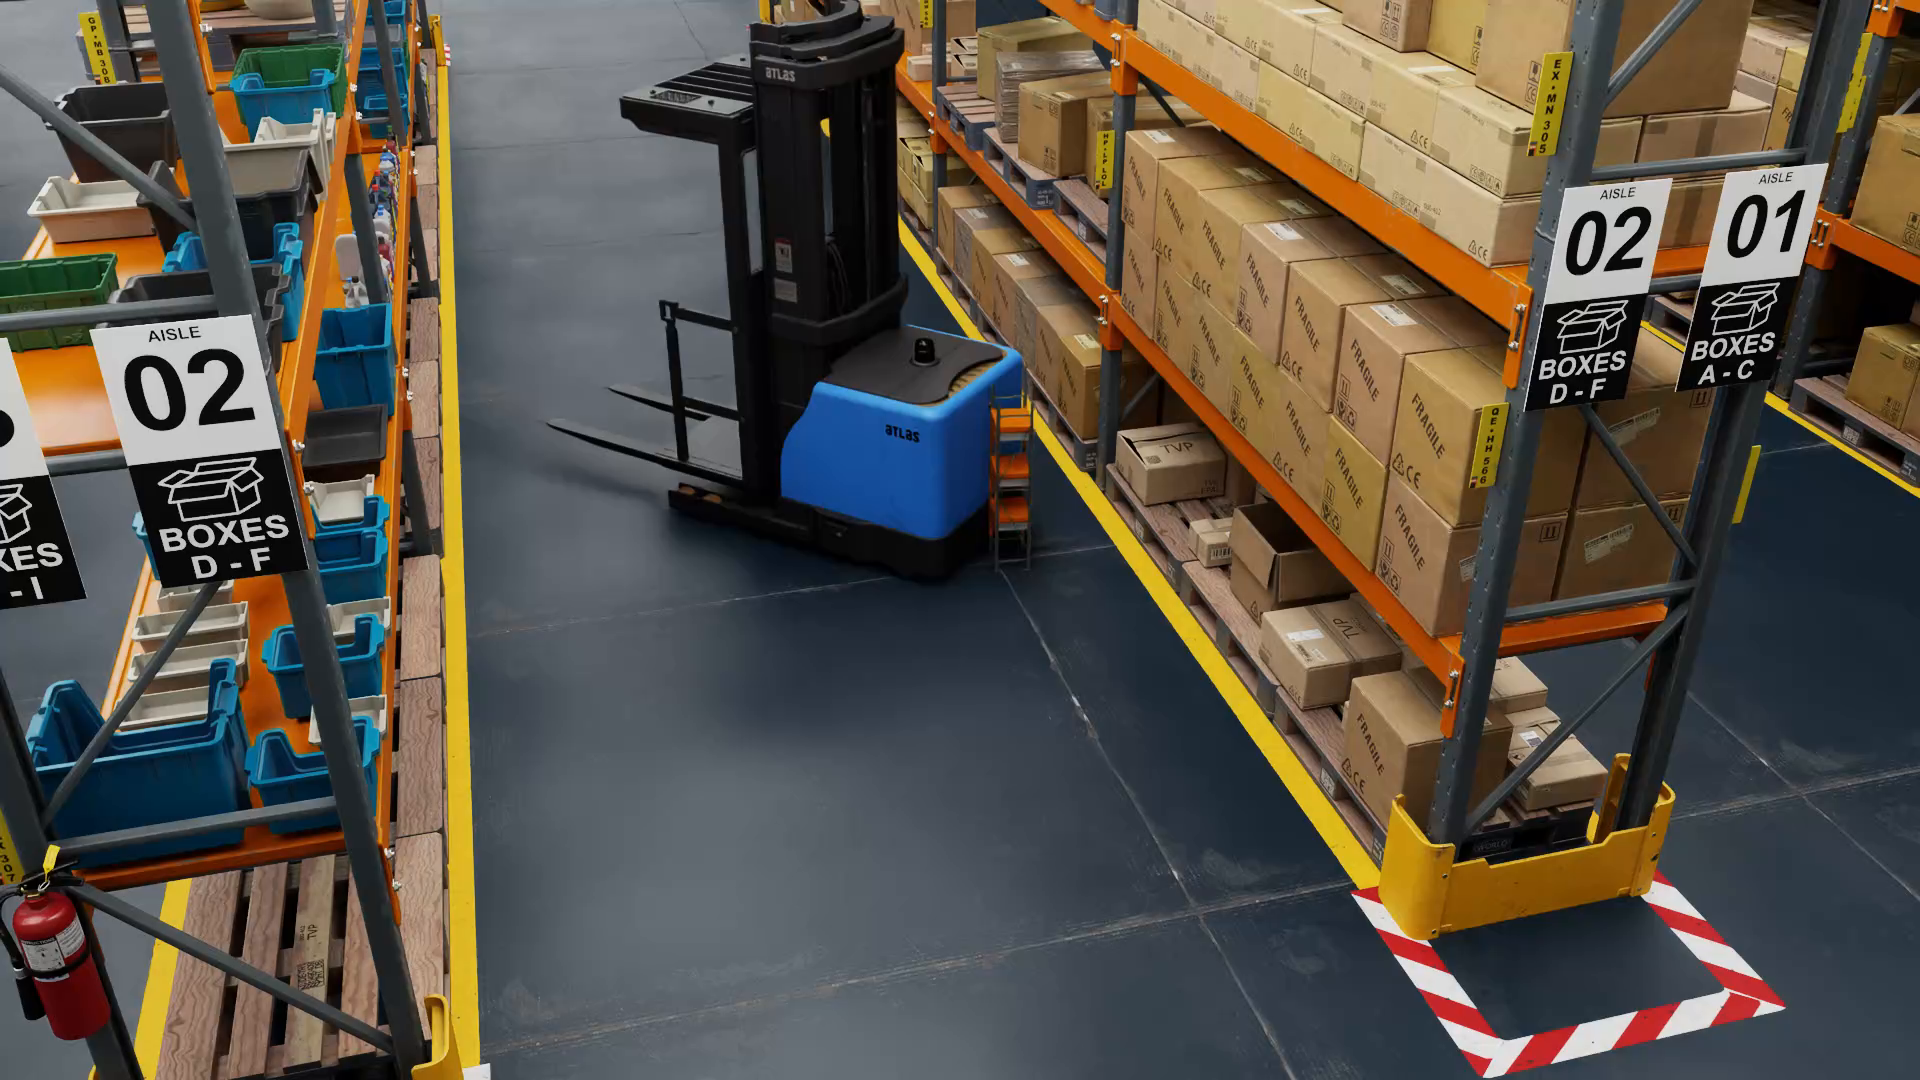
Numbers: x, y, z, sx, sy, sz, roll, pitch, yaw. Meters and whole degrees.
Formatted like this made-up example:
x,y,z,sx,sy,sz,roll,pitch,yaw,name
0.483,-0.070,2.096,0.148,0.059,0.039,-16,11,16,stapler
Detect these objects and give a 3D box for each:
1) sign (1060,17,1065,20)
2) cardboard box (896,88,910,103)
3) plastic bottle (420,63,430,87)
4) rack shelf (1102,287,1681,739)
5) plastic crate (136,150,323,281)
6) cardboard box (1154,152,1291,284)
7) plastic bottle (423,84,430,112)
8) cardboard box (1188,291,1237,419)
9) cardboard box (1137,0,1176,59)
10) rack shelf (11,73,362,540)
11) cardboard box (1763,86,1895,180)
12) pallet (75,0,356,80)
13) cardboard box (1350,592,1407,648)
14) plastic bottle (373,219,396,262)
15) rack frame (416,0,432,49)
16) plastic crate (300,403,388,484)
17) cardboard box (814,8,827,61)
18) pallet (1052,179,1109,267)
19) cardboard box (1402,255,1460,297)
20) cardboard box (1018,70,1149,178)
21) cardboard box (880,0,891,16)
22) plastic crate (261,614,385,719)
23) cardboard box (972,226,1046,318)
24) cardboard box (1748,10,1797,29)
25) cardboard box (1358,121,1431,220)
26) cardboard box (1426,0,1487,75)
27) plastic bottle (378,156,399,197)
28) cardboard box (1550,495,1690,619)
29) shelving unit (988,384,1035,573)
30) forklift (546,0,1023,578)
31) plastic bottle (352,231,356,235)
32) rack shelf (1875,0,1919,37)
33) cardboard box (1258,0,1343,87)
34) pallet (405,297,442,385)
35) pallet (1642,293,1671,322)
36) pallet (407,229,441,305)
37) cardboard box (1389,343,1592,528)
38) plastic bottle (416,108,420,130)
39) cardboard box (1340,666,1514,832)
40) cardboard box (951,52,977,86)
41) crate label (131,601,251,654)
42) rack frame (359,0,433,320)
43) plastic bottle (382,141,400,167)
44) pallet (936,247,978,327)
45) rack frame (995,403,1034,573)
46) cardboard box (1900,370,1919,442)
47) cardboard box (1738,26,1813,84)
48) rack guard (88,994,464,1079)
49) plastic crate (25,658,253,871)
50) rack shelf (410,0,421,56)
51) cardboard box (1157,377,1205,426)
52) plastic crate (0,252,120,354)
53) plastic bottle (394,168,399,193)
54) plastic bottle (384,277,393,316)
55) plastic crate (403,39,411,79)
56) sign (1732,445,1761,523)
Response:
x,y,z,sx,sy,sz,roll,pitch,yaw,name
0.800,-4.164,12.872,0.100,0.325,0.005,-8,31,-13,sign
-0.646,-4.061,15.538,0.500,0.311,0.500,-9,31,-15,cardboard box
-5.670,-4.885,17.474,0.152,0.276,0.135,-8,31,-13,plastic bottle
1.872,-0.411,8.184,1.077,0.370,4.000,-8,31,-13,rack shelf
-2.514,-1.145,5.802,0.504,0.338,0.767,-8,31,-13,plastic crate
1.332,-1.650,8.509,0.500,0.500,0.500,-9,31,-15,cardboard box
-5.423,-4.475,16.693,0.144,0.351,0.185,-9,31,-15,plastic bottle
1.483,-0.960,8.315,0.500,0.500,0.500,-8,31,-14,cardboard box
1.232,-2.654,8.496,0.500,0.250,0.500,-8,31,-13,cardboard box
-2.905,-1.052,6.297,1.077,0.370,4.000,-8,31,-13,rack shelf
5.750,-2.719,11.036,0.500,0.500,0.500,-8,31,-14,cardboard box
-3.738,-2.613,8.465,1.213,0.211,1.003,-8,31,-13,pallet
2.266,0.460,8.266,0.500,0.250,0.500,-8,31,-13,cardboard box
-3.499,-1.811,10.008,0.152,0.276,0.135,-8,31,-13,plastic bottle
-6.621,-6.827,18.551,1.000,3.000,0.127,-8,31,-13,rack frame
-2.880,-0.433,7.719,0.437,0.125,0.590,-8,31,-13,plastic crate
-1.238,-5.306,17.500,0.500,0.500,0.500,-8,31,-13,cardboard box
1.234,-2.006,10.412,1.003,0.211,1.213,-8,31,-13,pallet
2.265,-0.975,7.343,0.500,0.500,0.500,-7,31,-13,cardboard box
0.813,-2.758,11.002,0.700,0.500,0.500,-16,34,-26,cardboard box
-0.454,-4.968,15.239,0.500,0.500,0.500,-6,31,-10,cardboard box
-2.297,0.466,6.058,0.416,0.233,0.300,-8,31,-13,plastic crate
0.397,-1.976,12.225,0.500,0.500,0.500,-8,31,-14,cardboard box
5.484,-3.540,11.706,0.500,0.250,0.500,-7,31,-12,cardboard box
1.890,-1.446,6.409,0.500,0.250,0.500,-8,31,-13,cardboard box
2.199,-2.029,6.169,0.700,0.500,0.500,-8,31,-13,cardboard box
-3.801,-2.411,11.050,0.097,0.271,0.097,0,30,0,plastic bottle
2.539,-0.049,6.740,0.500,0.500,0.500,-7,31,-12,cardboard box
0.284,-0.337,9.283,0.215,1.050,0.252,-3,30,-6,shelving unit
-1.163,-1.587,9.566,3.031,2.935,1.130,16,34,26,forklift
-3.614,-1.753,9.983,0.097,0.201,0.097,0,30,0,plastic bottle
6.647,-2.370,8.573,1.077,0.370,4.000,-8,31,-13,rack shelf
1.619,-2.144,7.116,0.500,0.250,0.500,-8,31,-13,cardboard box
-4.248,-1.381,11.925,1.003,0.211,1.213,-8,31,-13,pallet
5.511,-2.095,13.158,1.003,0.211,1.213,-8,31,-13,pallet
-4.666,-2.136,13.229,1.003,0.211,1.213,-8,31,-13,pallet
2.019,-0.411,6.367,0.500,0.500,0.500,-8,31,-14,cardboard box
-5.221,-4.117,16.153,0.097,0.271,0.097,0,30,0,plastic bottle
2.021,0.905,7.248,0.500,0.500,0.500,-8,31,-13,cardboard box
0.225,-3.763,13.346,0.500,0.311,0.500,-6,31,-10,cardboard box
-2.925,0.346,6.362,0.396,0.136,0.243,-8,31,-13,crate label
-4.497,-2.963,11.875,1.000,3.000,0.127,-8,31,-13,rack frame
-3.966,-2.680,11.585,0.097,0.201,0.097,0,30,0,plastic bottle
0.441,-2.048,13.077,1.003,0.211,1.213,-8,31,-13,pallet
0.297,-0.276,9.179,0.200,1.050,0.008,-3,30,-6,rack frame
6.346,-0.831,10.267,0.700,0.500,0.500,-8,31,-14,cardboard box
5.619,-3.294,11.281,0.500,0.250,0.500,-7,31,-12,cardboard box
-2.355,1.992,5.809,1.175,0.500,0.348,-8,31,-13,rack guard
-2.643,0.722,5.412,0.616,0.435,0.499,-8,31,-13,plastic crate
-6.090,-5.550,17.062,1.077,0.370,4.000,-8,31,-13,rack shelf
1.448,-1.063,10.648,0.500,0.500,0.500,-9,31,-16,cardboard box
-2.911,-0.744,5.259,0.450,0.188,0.336,-8,31,-13,plastic crate
-3.827,-2.428,11.149,0.097,0.201,0.097,0,30,0,plastic bottle
-3.231,-1.374,9.258,0.097,0.271,0.097,0,30,0,plastic bottle
-4.825,-4.000,13.878,0.450,0.188,0.662,-8,31,-13,plastic crate
2.926,-0.203,6.242,0.100,0.325,0.005,-8,31,-13,sign
